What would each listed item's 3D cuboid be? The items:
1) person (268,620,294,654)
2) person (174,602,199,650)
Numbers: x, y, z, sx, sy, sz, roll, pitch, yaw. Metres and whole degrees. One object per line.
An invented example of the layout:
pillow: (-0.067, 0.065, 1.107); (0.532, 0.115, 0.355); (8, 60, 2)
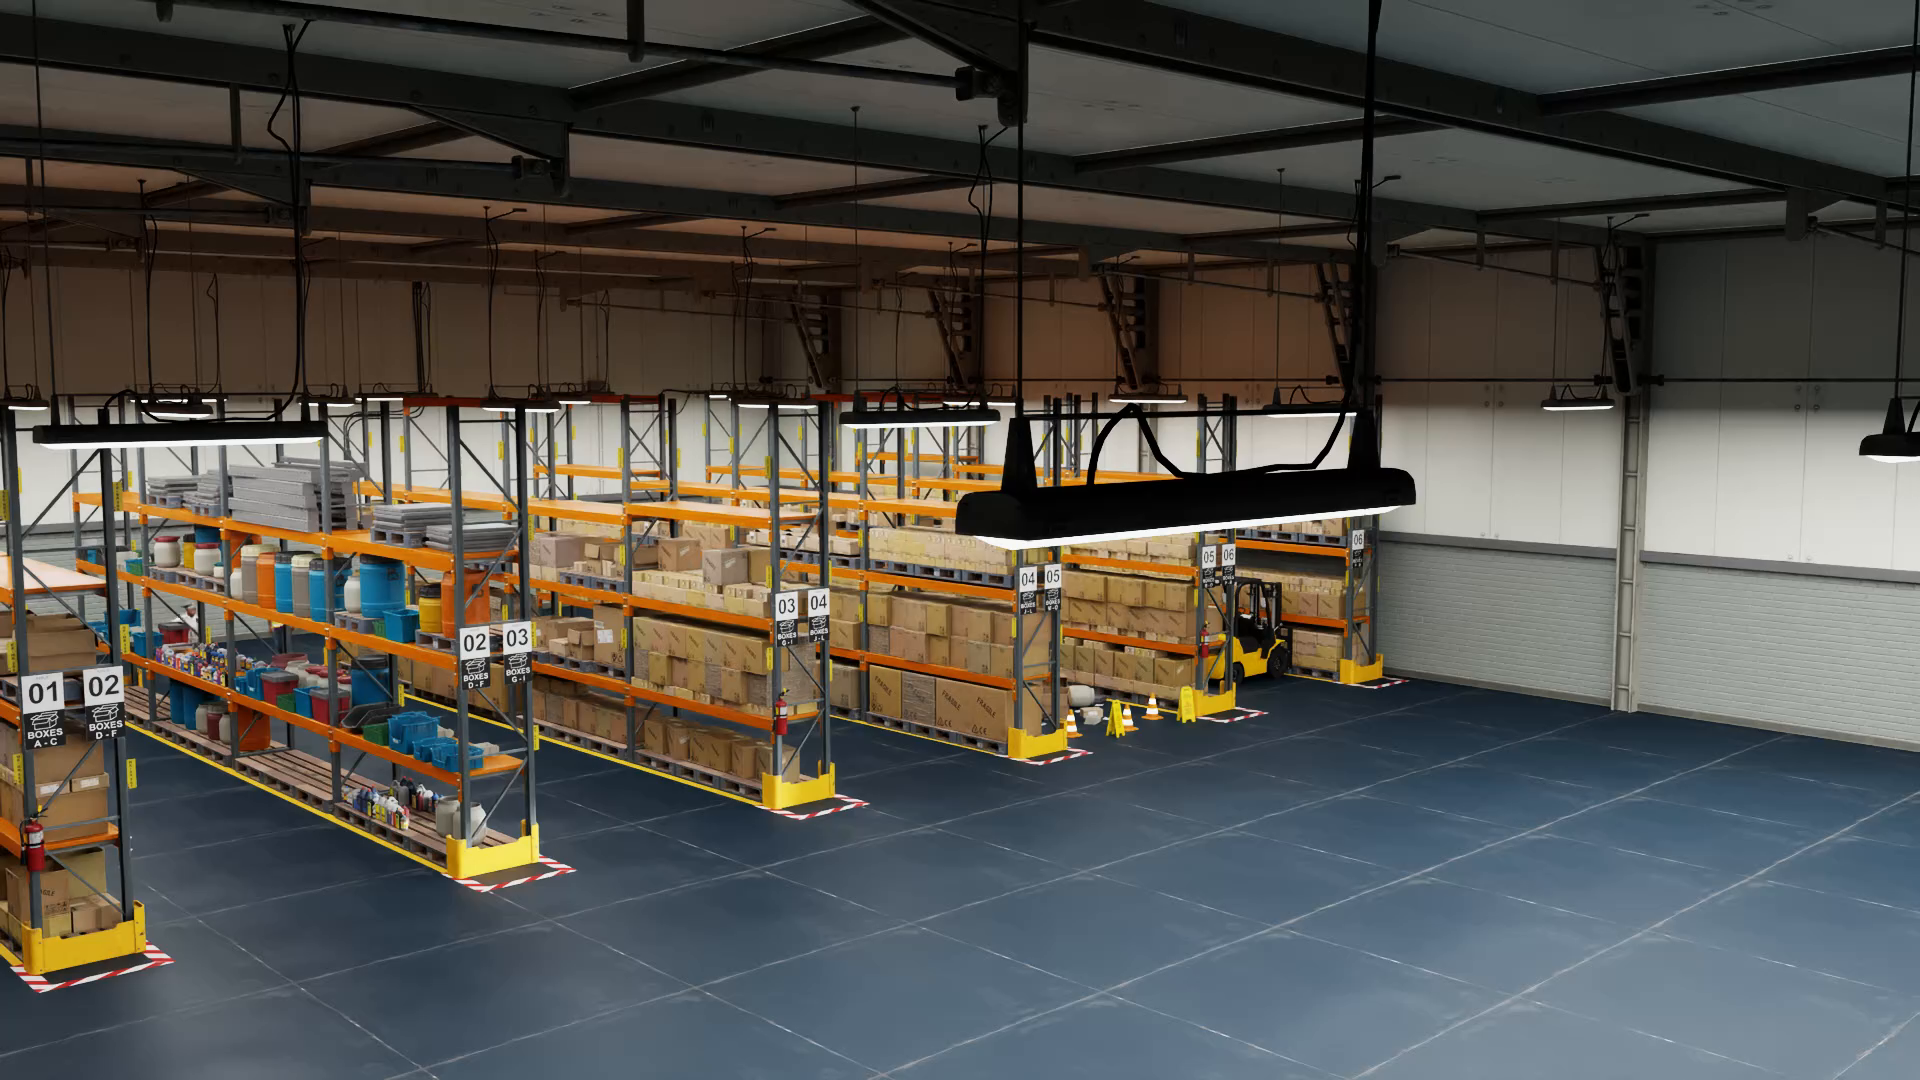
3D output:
person: (-15.021, 1.911, 36.799); (0.531, 1.716, 1.094); (-1, 6, -14)
person: (-16.004, 2.164, 34.420); (0.794, 1.798, 0.747); (1, 6, 15)
